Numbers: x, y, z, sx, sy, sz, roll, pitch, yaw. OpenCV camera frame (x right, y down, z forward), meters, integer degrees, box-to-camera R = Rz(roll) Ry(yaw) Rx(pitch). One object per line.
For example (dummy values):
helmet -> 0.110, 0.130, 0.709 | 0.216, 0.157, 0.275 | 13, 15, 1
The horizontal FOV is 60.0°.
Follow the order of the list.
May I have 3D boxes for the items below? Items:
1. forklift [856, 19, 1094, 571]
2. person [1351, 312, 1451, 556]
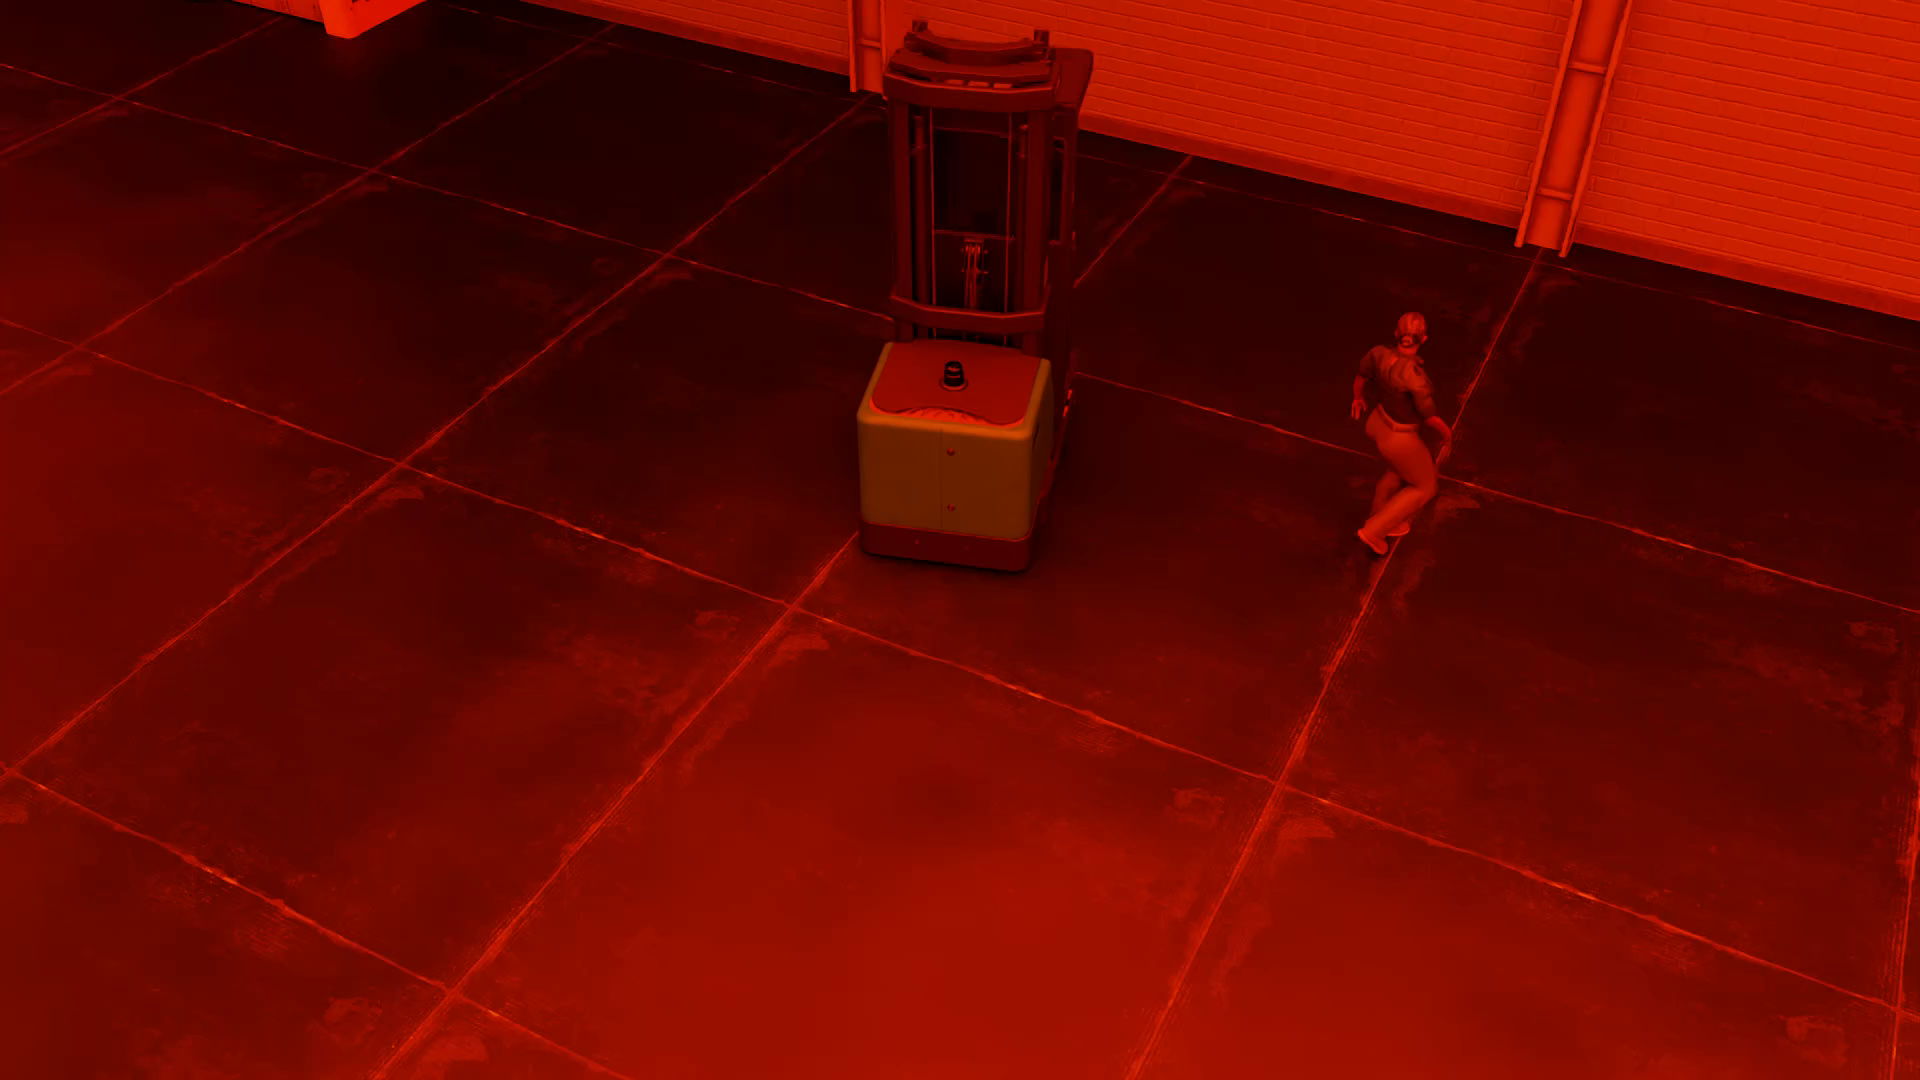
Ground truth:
forklift -> 0.175, -1.889, 10.229 | 1.130, 2.935, 3.031 | 7, 41, 8
person -> 2.579, -0.656, 9.793 | 0.497, 1.618, 0.659 | -10, 41, -12
